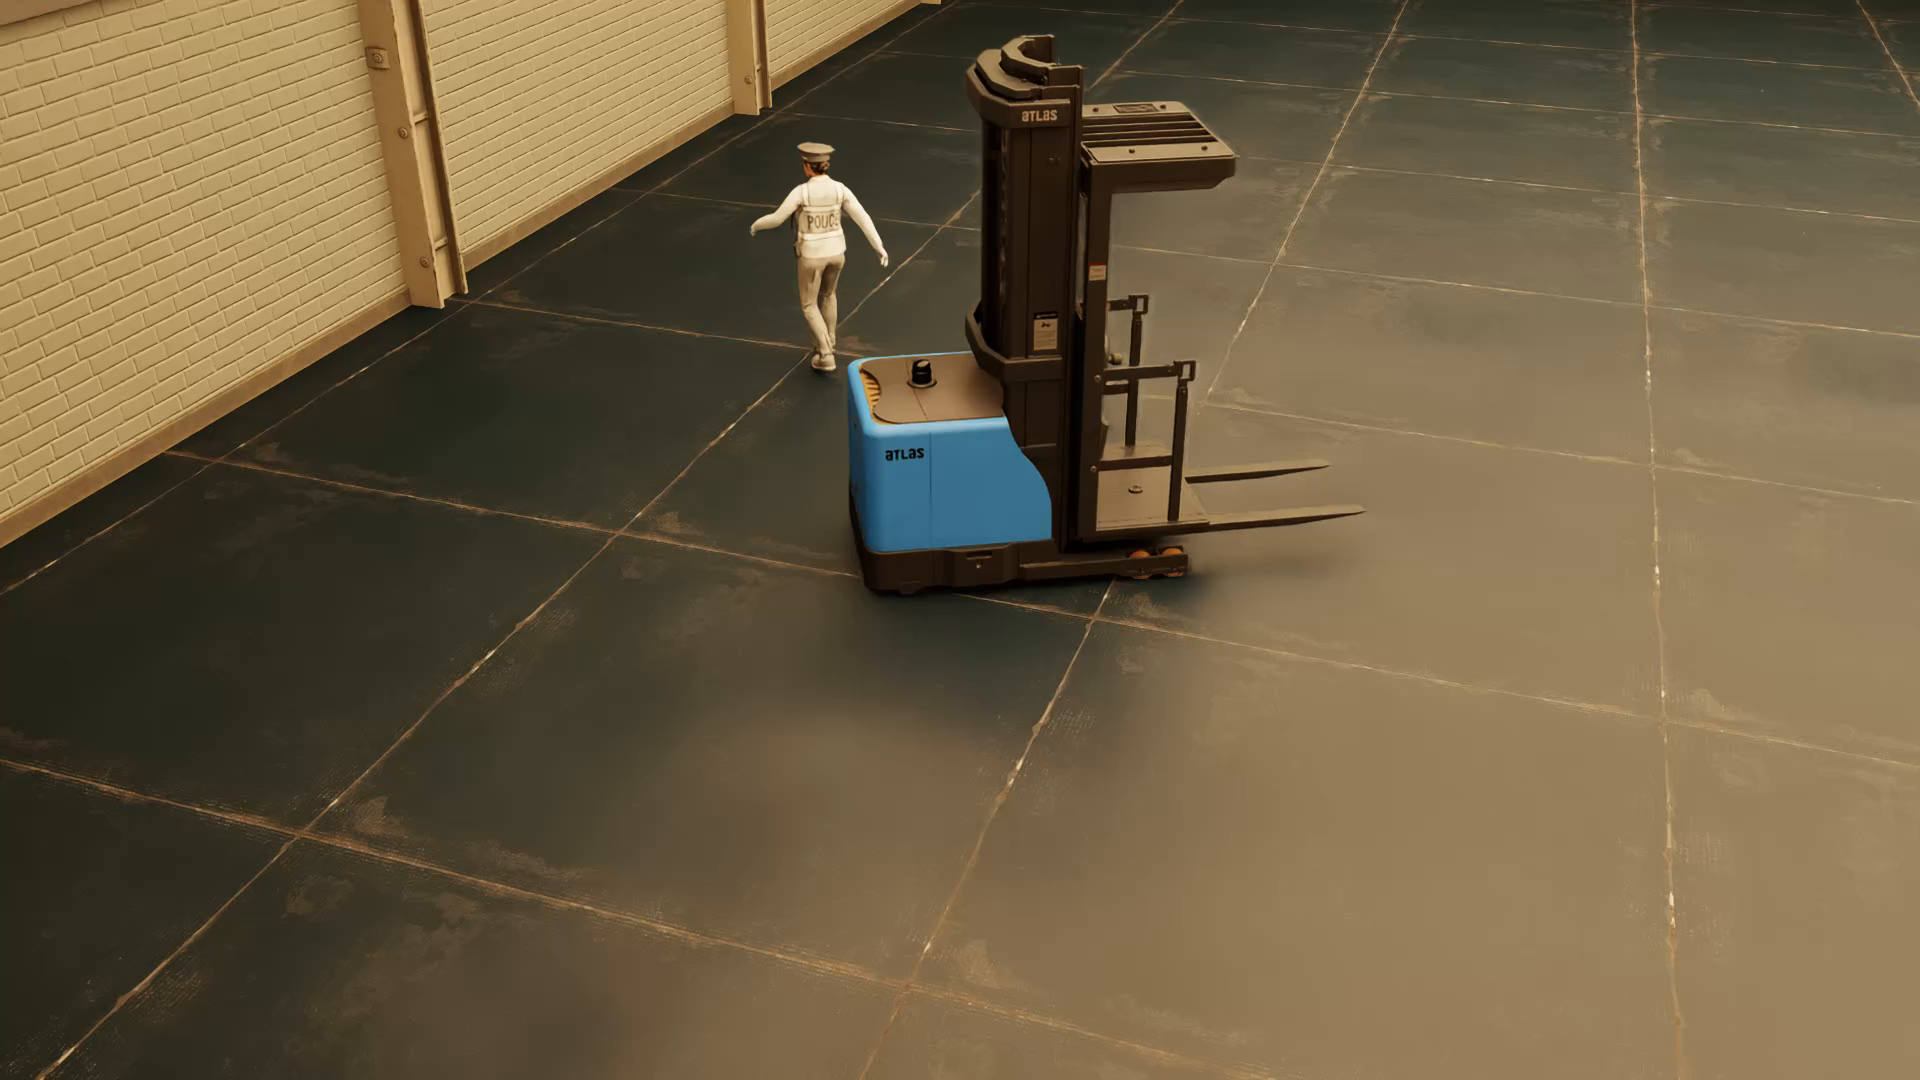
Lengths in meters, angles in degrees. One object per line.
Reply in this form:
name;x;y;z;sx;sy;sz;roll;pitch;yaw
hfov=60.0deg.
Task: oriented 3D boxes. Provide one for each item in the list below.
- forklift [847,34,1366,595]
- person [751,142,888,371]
forklift;0.884;-1.295;9.408;3.031;2.935;1.130;-5;30;-8
person;-0.997;-2.067;12.080;0.879;1.650;0.726;-13;32;-22
